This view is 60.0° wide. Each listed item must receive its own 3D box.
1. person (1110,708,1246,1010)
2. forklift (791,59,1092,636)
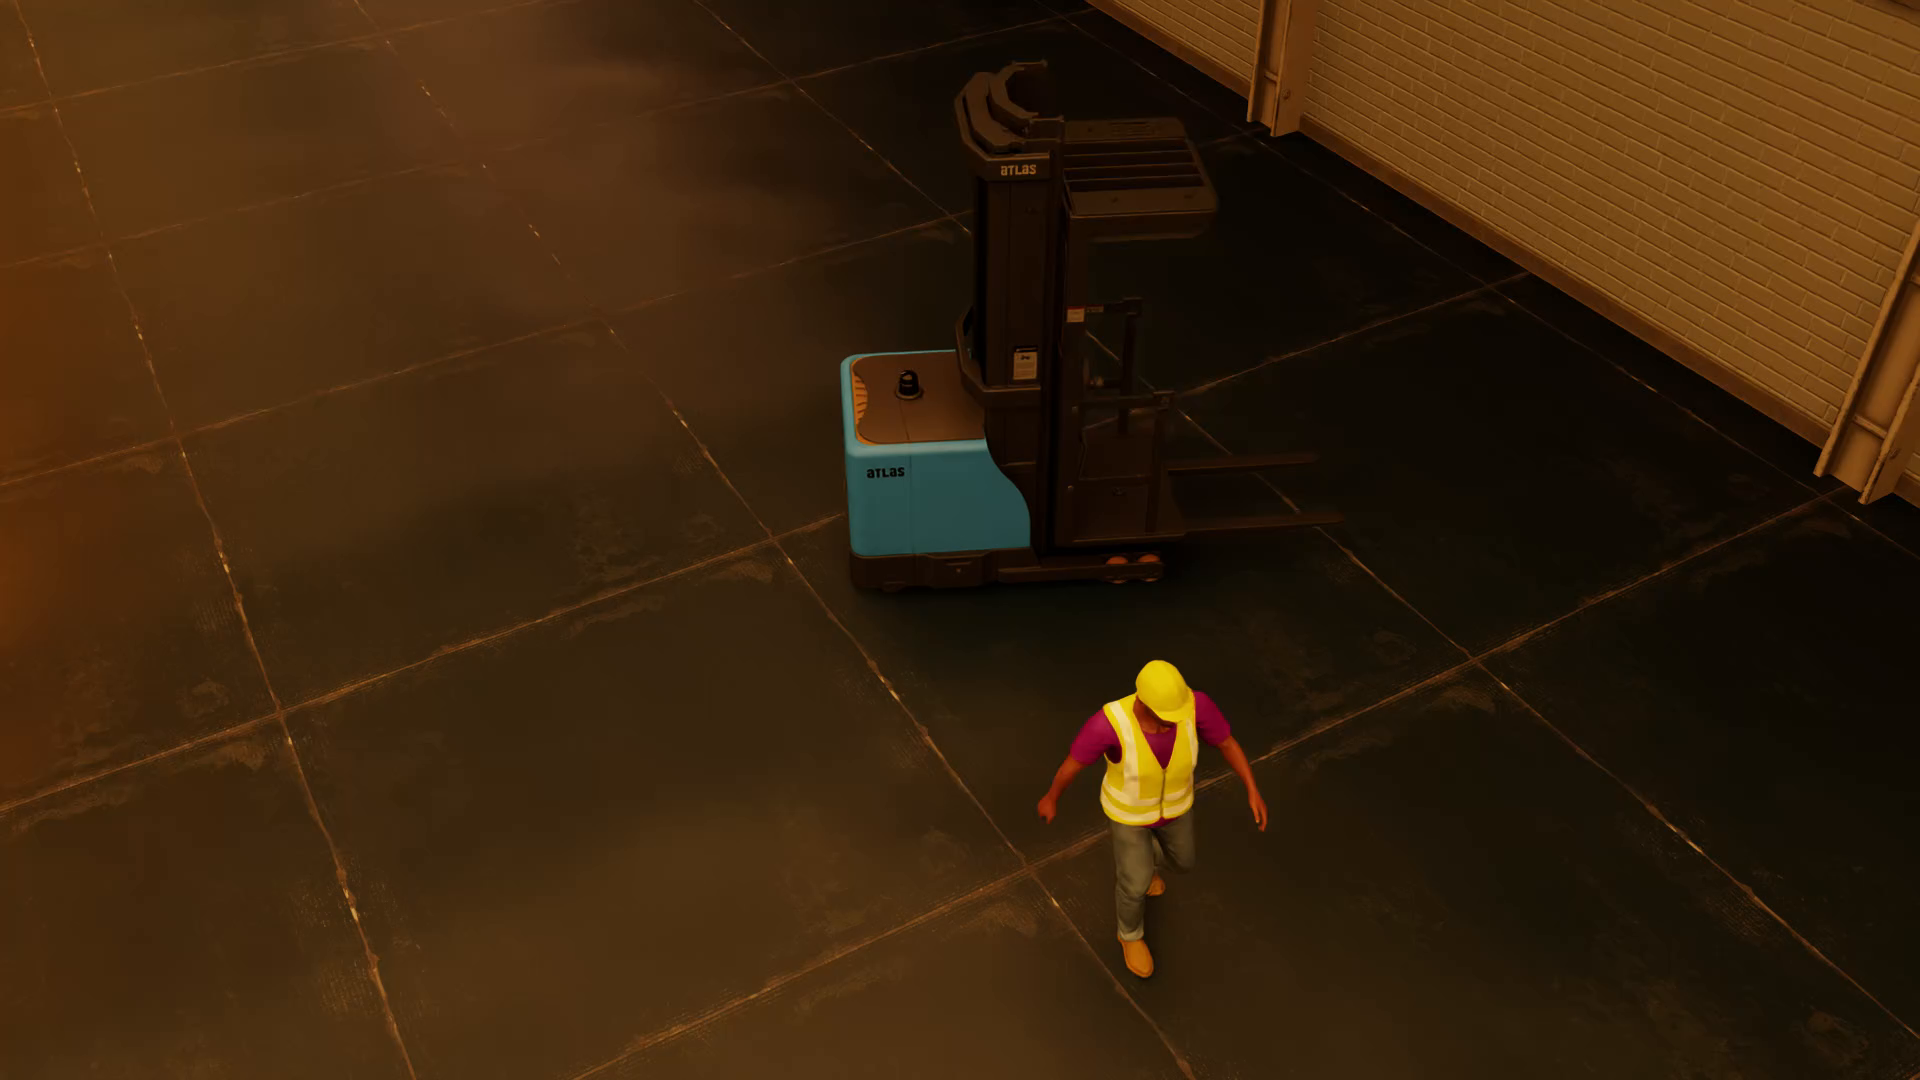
[{"bbox_3d":[0.957,1.361,7.317,0.627,1.759,0.462,-12,41,-14],"label":"person"},{"bbox_3d":[-0.287,-1.520,9.868,1.130,2.935,3.031,-15,42,-17],"label":"forklift"}]
